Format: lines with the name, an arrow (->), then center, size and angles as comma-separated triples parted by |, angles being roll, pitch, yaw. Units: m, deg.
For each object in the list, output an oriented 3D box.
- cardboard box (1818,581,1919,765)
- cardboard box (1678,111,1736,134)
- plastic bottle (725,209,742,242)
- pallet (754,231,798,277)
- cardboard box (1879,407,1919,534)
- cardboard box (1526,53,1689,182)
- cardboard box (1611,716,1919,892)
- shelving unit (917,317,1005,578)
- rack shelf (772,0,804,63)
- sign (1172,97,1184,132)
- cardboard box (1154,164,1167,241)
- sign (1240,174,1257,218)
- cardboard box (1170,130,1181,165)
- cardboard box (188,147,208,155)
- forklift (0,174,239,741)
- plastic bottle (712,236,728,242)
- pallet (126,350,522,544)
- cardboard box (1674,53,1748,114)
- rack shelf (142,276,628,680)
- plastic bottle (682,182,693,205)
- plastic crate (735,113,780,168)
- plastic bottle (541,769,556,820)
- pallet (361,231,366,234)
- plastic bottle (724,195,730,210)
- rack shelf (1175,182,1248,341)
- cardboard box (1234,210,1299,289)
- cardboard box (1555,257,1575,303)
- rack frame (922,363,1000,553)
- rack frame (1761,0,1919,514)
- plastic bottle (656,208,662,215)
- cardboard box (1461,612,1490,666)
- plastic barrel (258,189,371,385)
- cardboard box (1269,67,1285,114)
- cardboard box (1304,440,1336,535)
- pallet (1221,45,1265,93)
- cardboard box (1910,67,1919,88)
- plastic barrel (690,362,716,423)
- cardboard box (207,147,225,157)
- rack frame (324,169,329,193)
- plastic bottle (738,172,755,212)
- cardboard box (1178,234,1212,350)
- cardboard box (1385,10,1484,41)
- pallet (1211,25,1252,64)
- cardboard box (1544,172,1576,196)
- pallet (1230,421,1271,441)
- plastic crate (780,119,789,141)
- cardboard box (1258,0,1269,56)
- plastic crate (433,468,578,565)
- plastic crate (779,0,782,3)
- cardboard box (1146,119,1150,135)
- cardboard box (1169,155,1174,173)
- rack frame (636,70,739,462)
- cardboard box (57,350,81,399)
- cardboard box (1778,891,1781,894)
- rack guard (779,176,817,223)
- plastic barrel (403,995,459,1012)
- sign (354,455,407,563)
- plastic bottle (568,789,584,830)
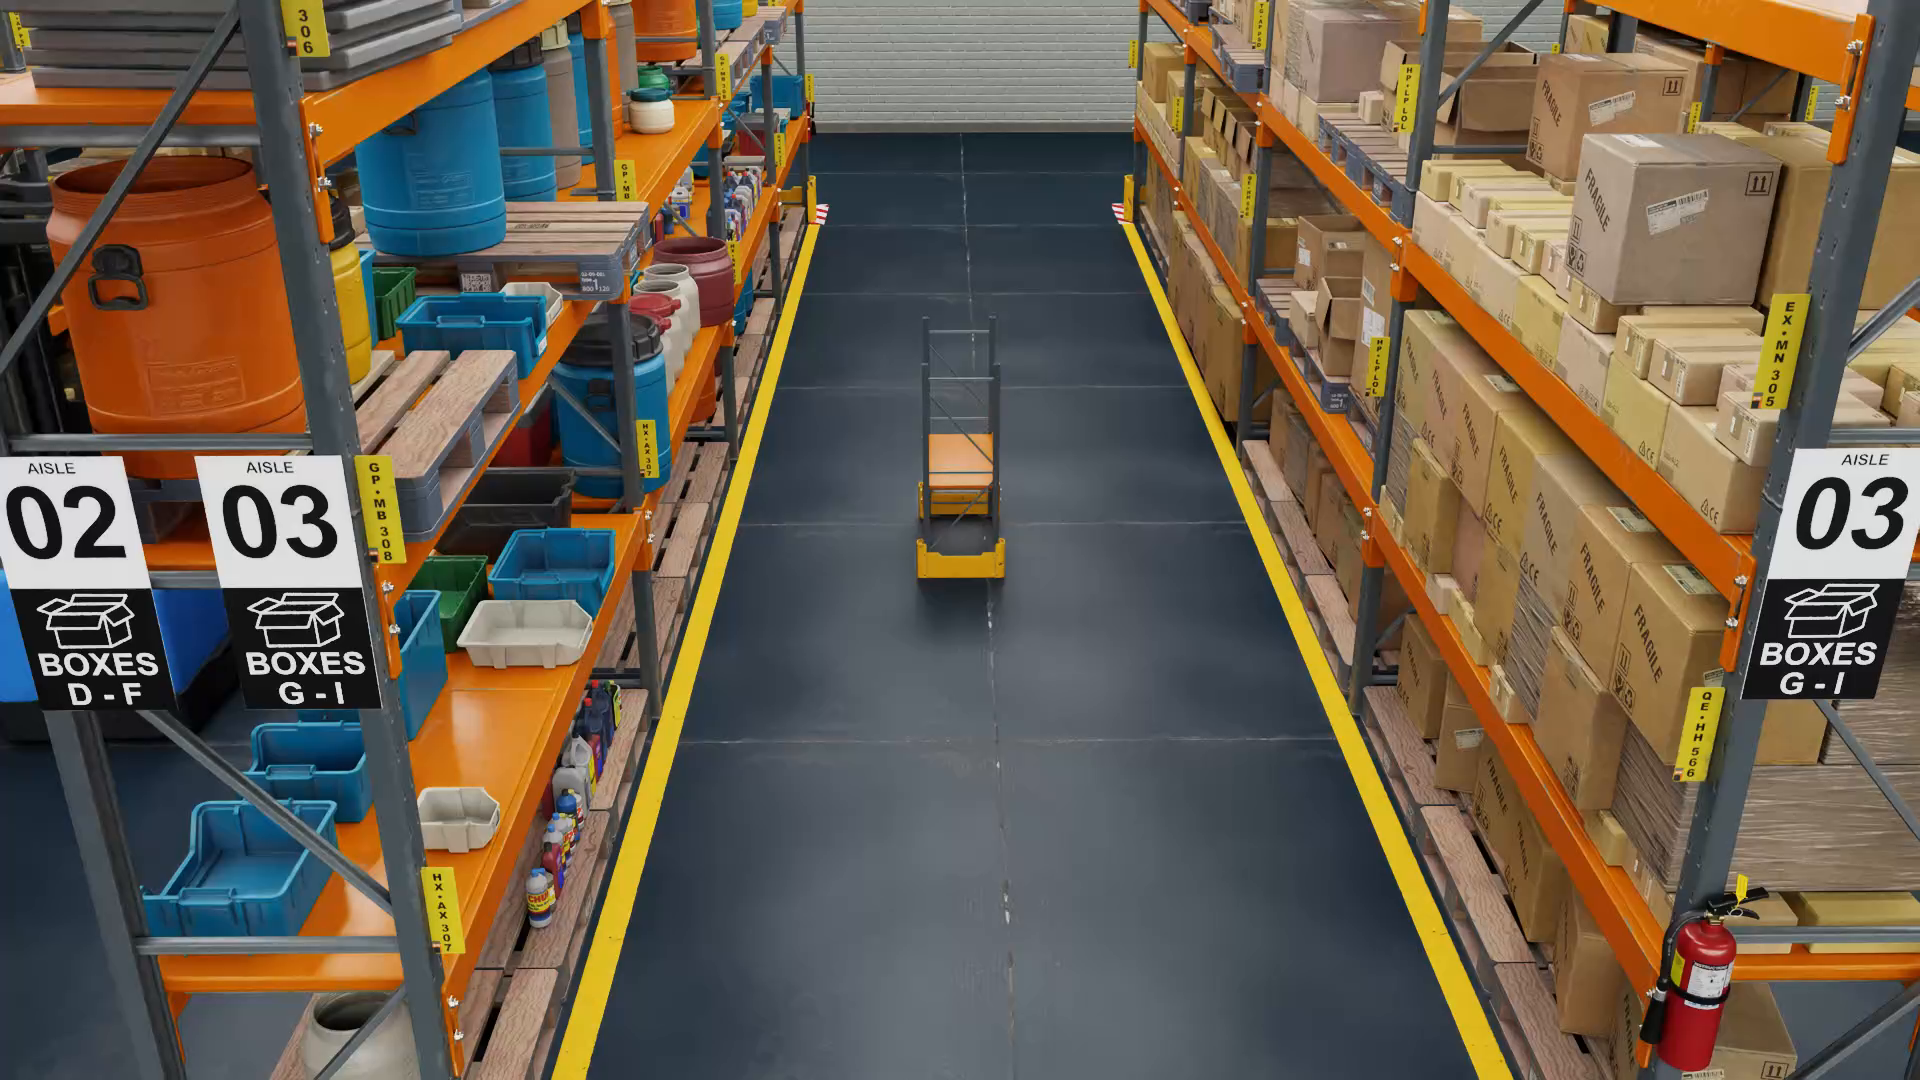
cardboard box -> 3.051, 0.401, 5.527 | 0.500, 0.500, 0.500 | 0, 24, -1
cardboard box -> 7.327, -4.039, 16.557 | 0.500, 0.500, 0.500 | 0, 24, 0
plastic bottle -> -1.952, -2.703, 14.237 | 0.152, 0.276, 0.135 | 0, 24, -1
pallet -> -2.362, -3.193, 18.553 | 1.003, 0.211, 1.213 | 0, 24, -1
cardboard box -> 3.038, -0.232, 5.165 | 0.500, 0.250, 0.500 | 0, 24, 1
cardboard box -> 3.001, -1.974, 7.745 | 0.500, 0.500, 0.500 | -1, 24, -2
cardboard box -> 2.806, 0.858, 5.731 | 0.875, 0.500, 0.500 | 0, 24, -1
shelving unit -> 0.001, -0.652, 11.371 | 0.587, 1.500, 1.083 | 0, 24, -1
rack shelf -> -2.320, -5.520, 17.547 | 1.077, 0.370, 4.000 | 0, 24, -1
sign -> 2.099, -4.106, 16.043 | 0.100, 0.325, 0.005 | 0, 24, -1
cardboard box -> 2.707, -3.912, 18.828 | 0.875, 0.875, 0.875 | 0, 24, -1
sign -> 2.143, -2.554, 12.353 | 0.100, 0.325, 0.005 | 0, 24, -1
cardboard box -> 2.387, -3.927, 16.613 | 0.500, 0.250, 0.500 | -1, 24, -2
cardboard box -> -7.470, -3.677, 15.608 | 0.700, 0.500, 0.500 | -9, 26, -18
forklift -> -4.862, -0.797, 9.956 | 1.130, 2.935, 3.031 | -1, 24, -3
plastic bottle -> -1.942, -2.322, 13.395 | 0.152, 0.276, 0.135 | 0, 24, -1
pallet -> -2.079, -0.334, 5.437 | 1.003, 0.211, 1.213 | 0, 24, -1
cardboard box -> 7.339, -4.489, 16.339 | 0.500, 0.500, 0.500 | -1, 24, -2
rack shelf -> -2.190, -0.575, 6.614 | 1.077, 0.370, 4.000 | 0, 24, -1
plastic bottle -> -2.546, -3.231, 15.495 | 0.097, 0.201, 0.097 | 0, 24, 0
plastic crate -> -2.058, -4.082, 16.985 | 0.402, 0.464, 0.583 | 0, 24, -1
plastic bottle -> -2.019, 1.221, 8.173 | 0.061, 0.283, 0.133 | 0, 24, -1
pallet -> -7.285, -3.654, 19.573 | 1.003, 0.211, 1.213 | 0, 24, -1
plastic bottle -> -2.082, -2.919, 14.721 | 0.097, 0.271, 0.097 | 0, 24, 0
rack shelf -> 2.676, -2.527, 14.570 | 1.077, 0.370, 4.000 | 0, 24, -1
cardboard box -> 2.445, -2.278, 13.026 | 0.500, 0.500, 0.500 | 0, 24, 1
cardboard box -> 2.506, -0.976, 6.327 | 0.380, 0.149, 0.250 | -1, 24, -3
rack frame -> 0.006, -0.439, 10.900 | 0.500, 1.500, 0.032 | 0, 24, -1
rack frame -> 2.785, -1.468, 4.075 | 1.000, 3.000, 0.127 | 0, 24, -1
plastic bottle -> -2.662, -2.819, 14.402 | 0.144, 0.351, 0.185 | 0, 24, -1
cardboard box -> 2.473, 0.440, 7.442 | 0.380, 0.149, 0.250 | 0, 24, -1
plastic barrel -> -2.307, -0.825, 5.556 | 0.600, 0.588, 0.600 | 0, 24, 0
cardboard box -> 2.448, -3.134, 11.582 | 0.500, 0.250, 0.500 | 0, 24, 0
cardboard box -> 2.757, -0.354, 11.392 | 0.700, 0.500, 0.500 | 2, 24, 4
pallet -> 2.638, -3.576, 12.607 | 1.213, 0.211, 1.003 | 1, 24, 2
cardboard box -> 7.398, -3.658, 12.436 | 0.500, 0.500, 0.500 | 0, 24, -1
plastic barrel -> -2.277, -1.412, 13.357 | 0.600, 0.830, 0.708 | 0, 24, -1
cardboard box -> -7.514, -3.886, 16.581 | 0.500, 0.500, 0.500 | 0, 24, 0
rack frame -> -7.295, -5.284, 19.793 | 1.000, 3.000, 0.127 | 0, 24, -1
plastic bottle -> -1.959, -3.181, 15.202 | 0.144, 0.351, 0.185 | 0, 24, -1
cardboard box -> 2.692, -2.270, 15.198 | 1.225, 0.875, 0.875 | -1, 24, -2
cardboard box -> 2.960, -3.060, 10.508 | 0.500, 0.500, 0.500 | 0, 24, 0
pallet -> 2.622, -4.037, 13.626 | 1.003, 0.211, 1.213 | 1, 24, 2
cardboard box -> 2.945, -1.619, 7.748 | 0.380, 0.149, 0.250 | 0, 24, 0
pallet -> 2.764, -1.085, 13.893 | 1.003, 0.211, 1.213 | 0, 24, -1
plastic crate -> -2.063, -4.411, 17.993 | 0.416, 0.233, 0.300 | 0, 24, -1
cardboard box -> 2.619, -3.887, 12.429 | 0.797, 0.503, 0.637 | 1, 24, 3
plastic crate -> -2.333, -0.116, 8.441 | 0.767, 0.338, 0.504 | 0, 24, -1
plastic crate -> -2.072, -5.701, 17.395 | 0.437, 0.136, 0.530 | 0, 24, -1
cardboard box -> 2.297, -4.641, 18.677 | 0.380, 0.149, 0.250 | -1, 24, -2
cardboard box -> 2.320, -3.795, 16.805 | 0.380, 0.149, 0.250 | 0, 24, 0
rack frame -> -2.255, -2.008, 12.551 | 1.000, 3.000, 0.127 | 0, 24, -1
cardboard box -> -6.927, -1.238, 13.347 | 0.500, 0.500, 0.500 | 1, 24, 2
cardboard box -> 3.037, 1.159, 5.853 | 0.380, 0.149, 0.250 | 0, 24, -1
rack guard -> -2.355, -4.176, 20.376 | 1.175, 0.500, 0.348 | 0, 24, -1
plastic barrel -> -2.257, 1.753, 6.744 | 0.421, 0.512, 0.421 | 0, 24, 0
sign -> -1.618, -0.083, 4.643 | 0.100, 0.325, 0.005 | 0, 24, -1
plastic bottle -> -1.884, 1.306, 8.084 | 0.097, 0.201, 0.097 | 0, 24, 0
